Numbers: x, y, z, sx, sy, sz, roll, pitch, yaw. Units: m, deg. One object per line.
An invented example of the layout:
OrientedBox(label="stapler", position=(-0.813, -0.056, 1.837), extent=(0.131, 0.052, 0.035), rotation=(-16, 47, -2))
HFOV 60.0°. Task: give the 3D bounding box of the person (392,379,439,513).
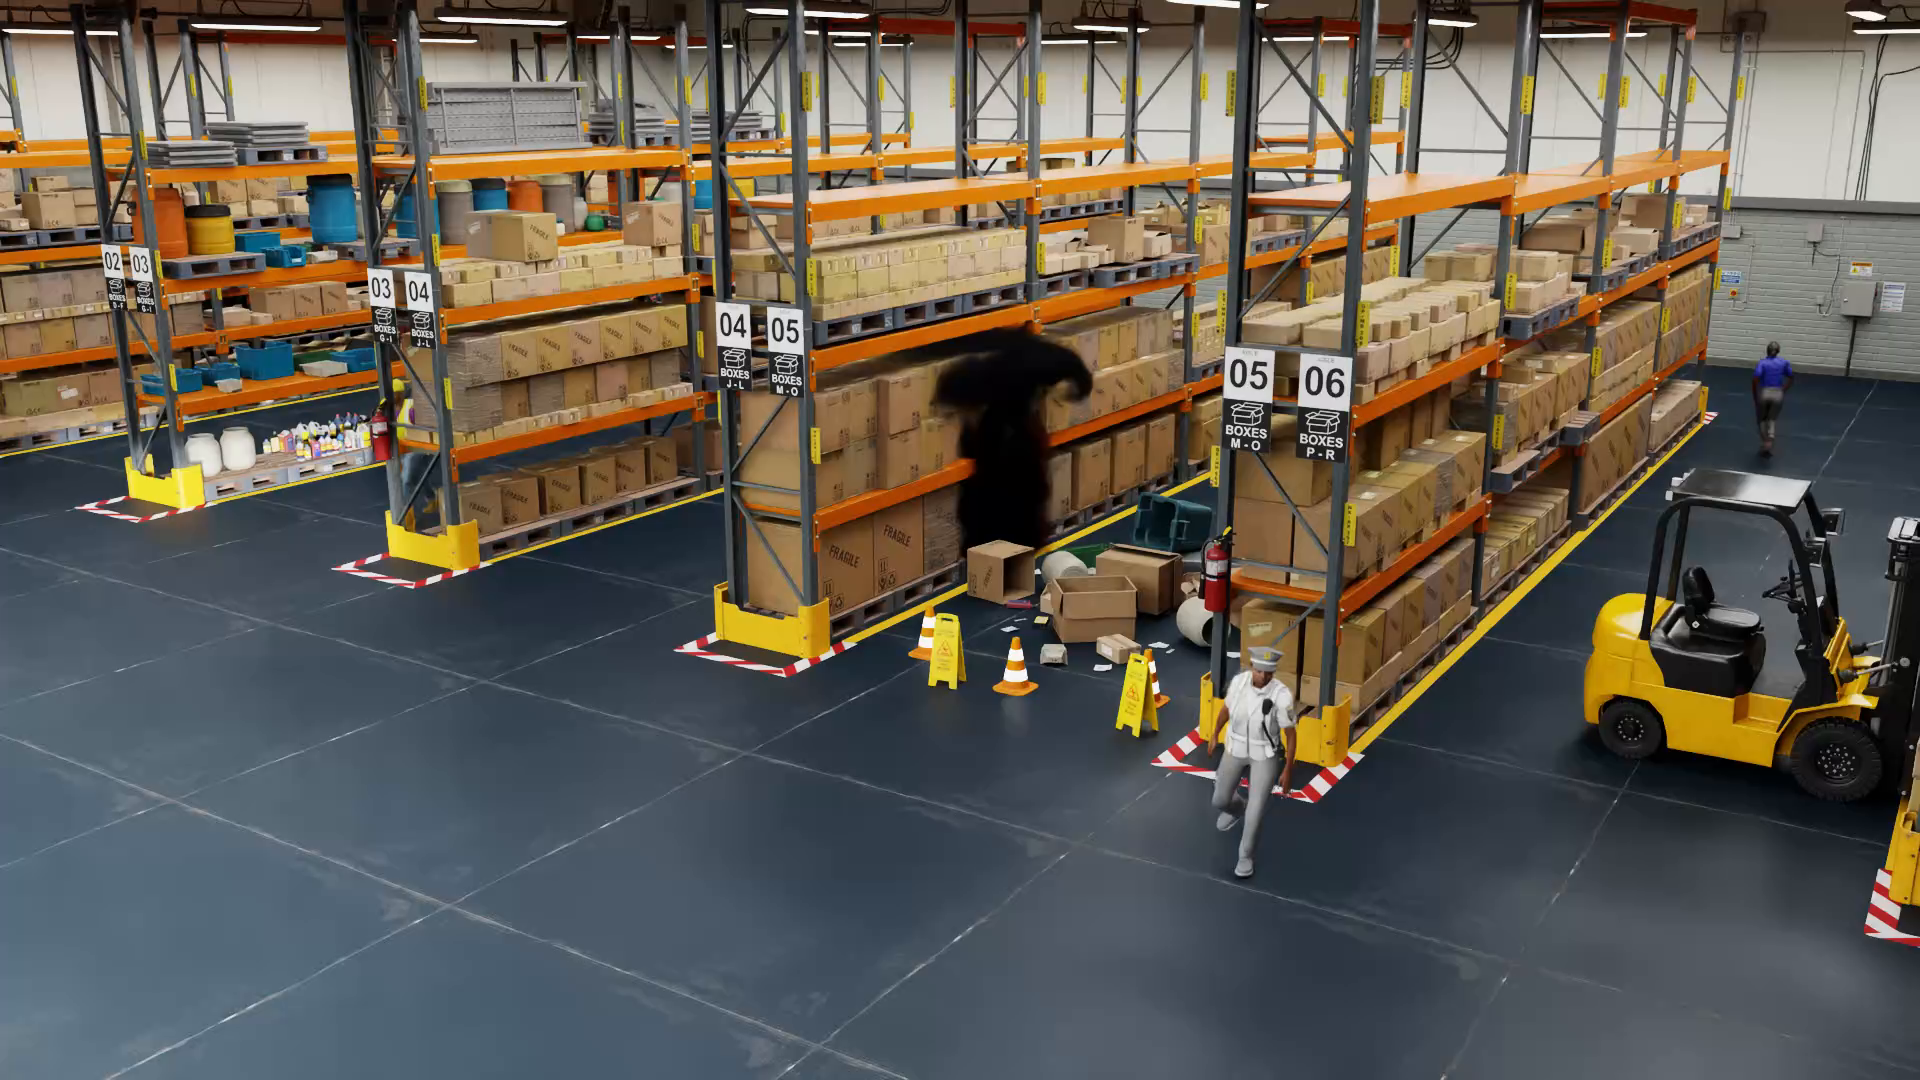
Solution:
OrientedBox(label="person", position=(-6.539, -1.057, 19.737), extent=(0.609, 1.770, 0.938), rotation=(8, 17, 26))

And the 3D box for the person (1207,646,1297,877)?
OrientedBox(label="person", position=(1.976, 1.398, 11.176), extent=(0.641, 1.614, 0.680), rotation=(7, 17, 23))

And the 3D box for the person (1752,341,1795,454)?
OrientedBox(label="person", position=(11.408, -1.976, 23.383), extent=(0.565, 1.604, 0.562), rotation=(4, 16, 13))
